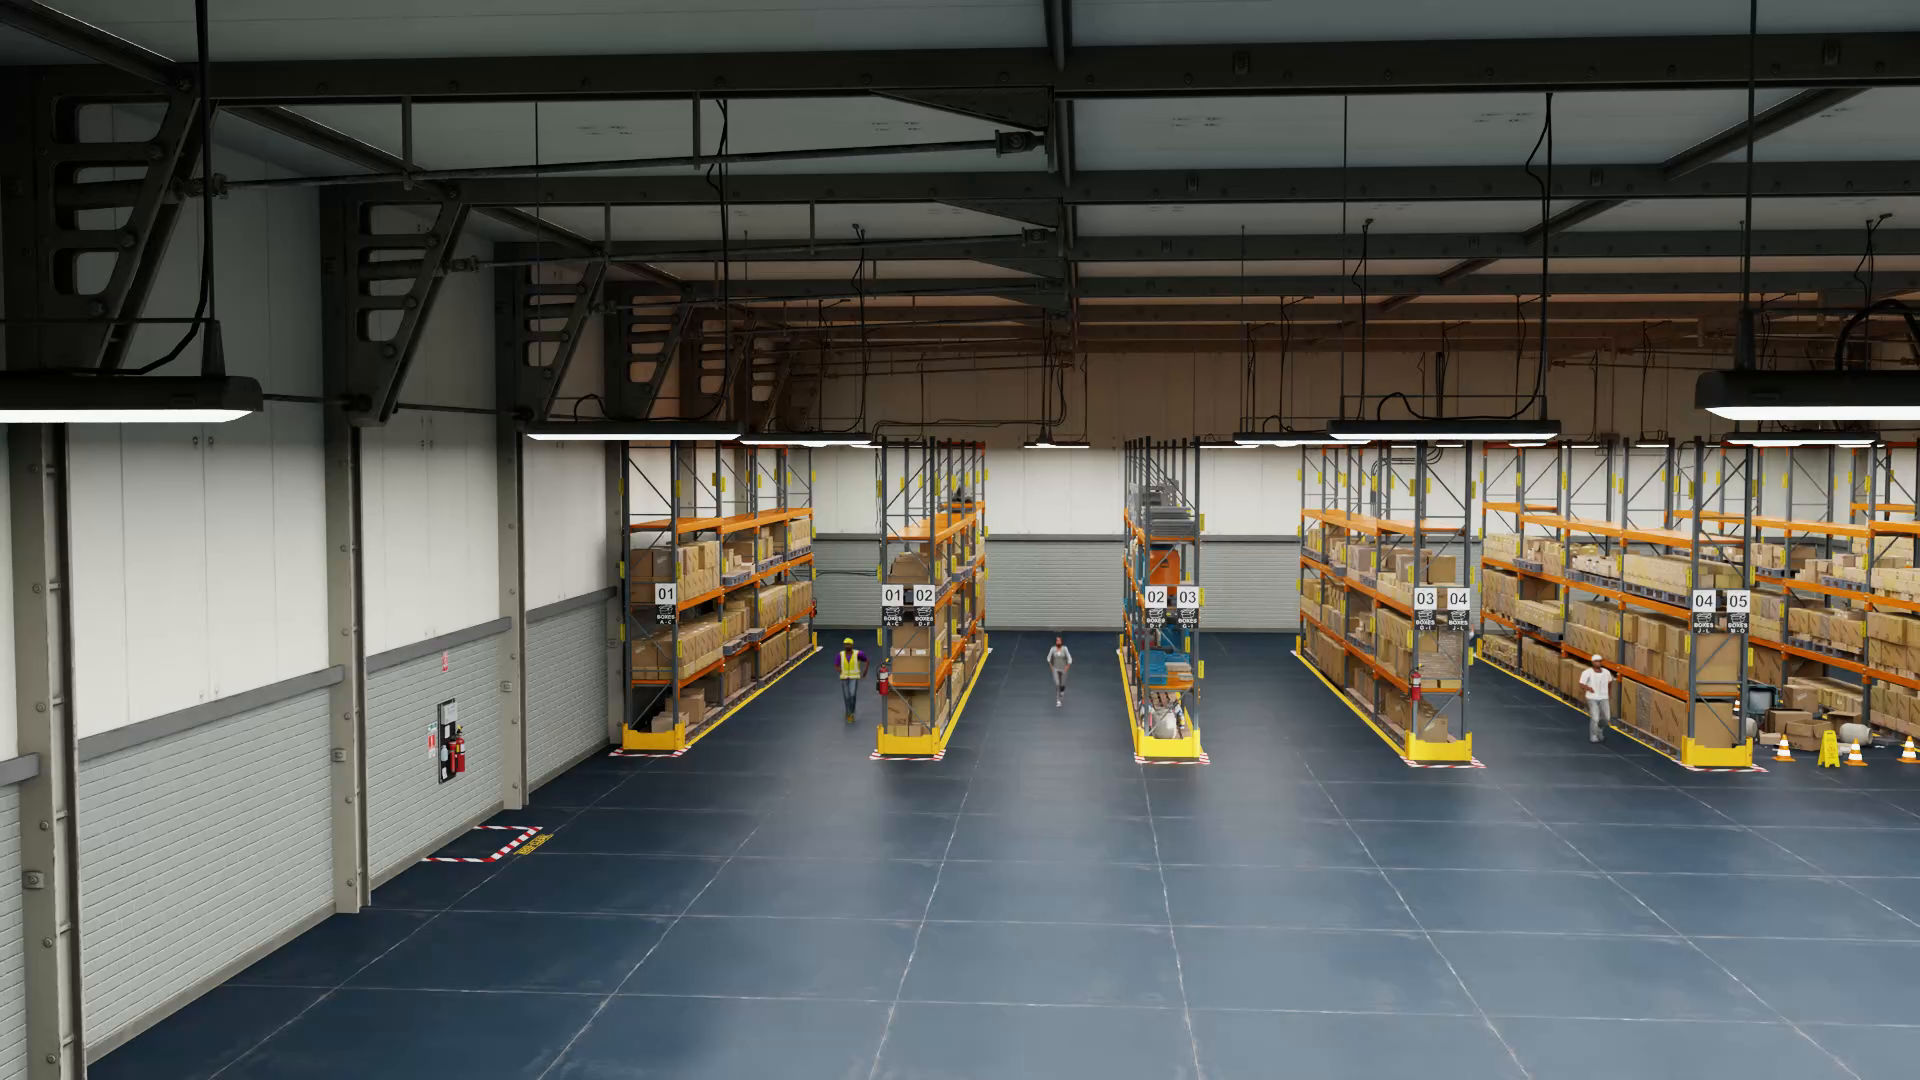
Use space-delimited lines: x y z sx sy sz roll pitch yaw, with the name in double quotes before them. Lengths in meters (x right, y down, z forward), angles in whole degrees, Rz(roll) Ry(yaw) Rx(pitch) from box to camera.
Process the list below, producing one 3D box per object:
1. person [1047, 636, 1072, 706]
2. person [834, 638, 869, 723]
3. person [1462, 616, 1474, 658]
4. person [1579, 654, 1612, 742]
"person" 2.237 2.944 37.541 0.562 1.564 0.641 0 3 1
"person" -2.329 2.976 35.307 0.707 1.794 0.741 0 3 9
"person" 13.038 2.543 43.264 0.685 1.741 0.635 1 3 11
"person" 12.500 3.106 32.542 0.687 1.721 0.589 0 3 2
